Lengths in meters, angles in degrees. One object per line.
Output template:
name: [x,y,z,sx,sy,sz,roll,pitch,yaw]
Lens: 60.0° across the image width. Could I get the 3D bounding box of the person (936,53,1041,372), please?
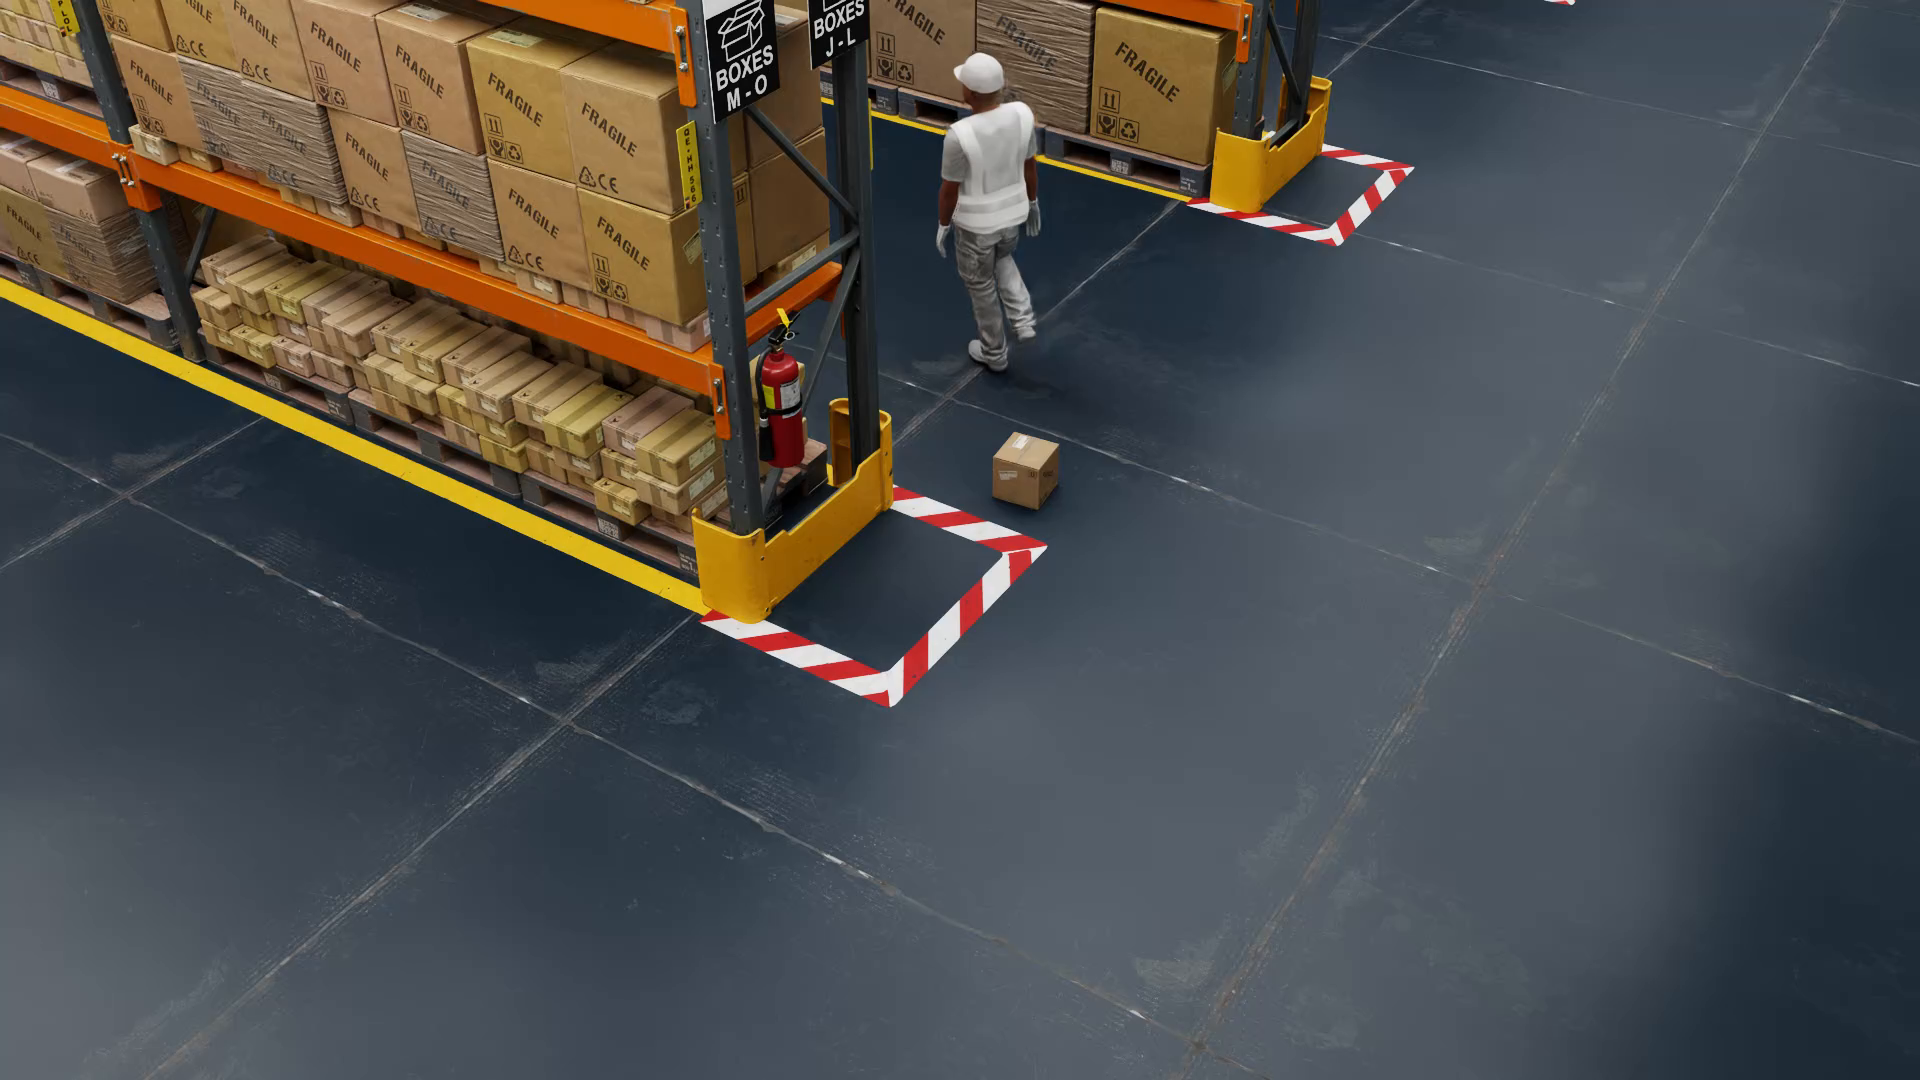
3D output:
person: [0.146,-1.705,8.785,0.597,1.777,0.470,-23,44,-27]
